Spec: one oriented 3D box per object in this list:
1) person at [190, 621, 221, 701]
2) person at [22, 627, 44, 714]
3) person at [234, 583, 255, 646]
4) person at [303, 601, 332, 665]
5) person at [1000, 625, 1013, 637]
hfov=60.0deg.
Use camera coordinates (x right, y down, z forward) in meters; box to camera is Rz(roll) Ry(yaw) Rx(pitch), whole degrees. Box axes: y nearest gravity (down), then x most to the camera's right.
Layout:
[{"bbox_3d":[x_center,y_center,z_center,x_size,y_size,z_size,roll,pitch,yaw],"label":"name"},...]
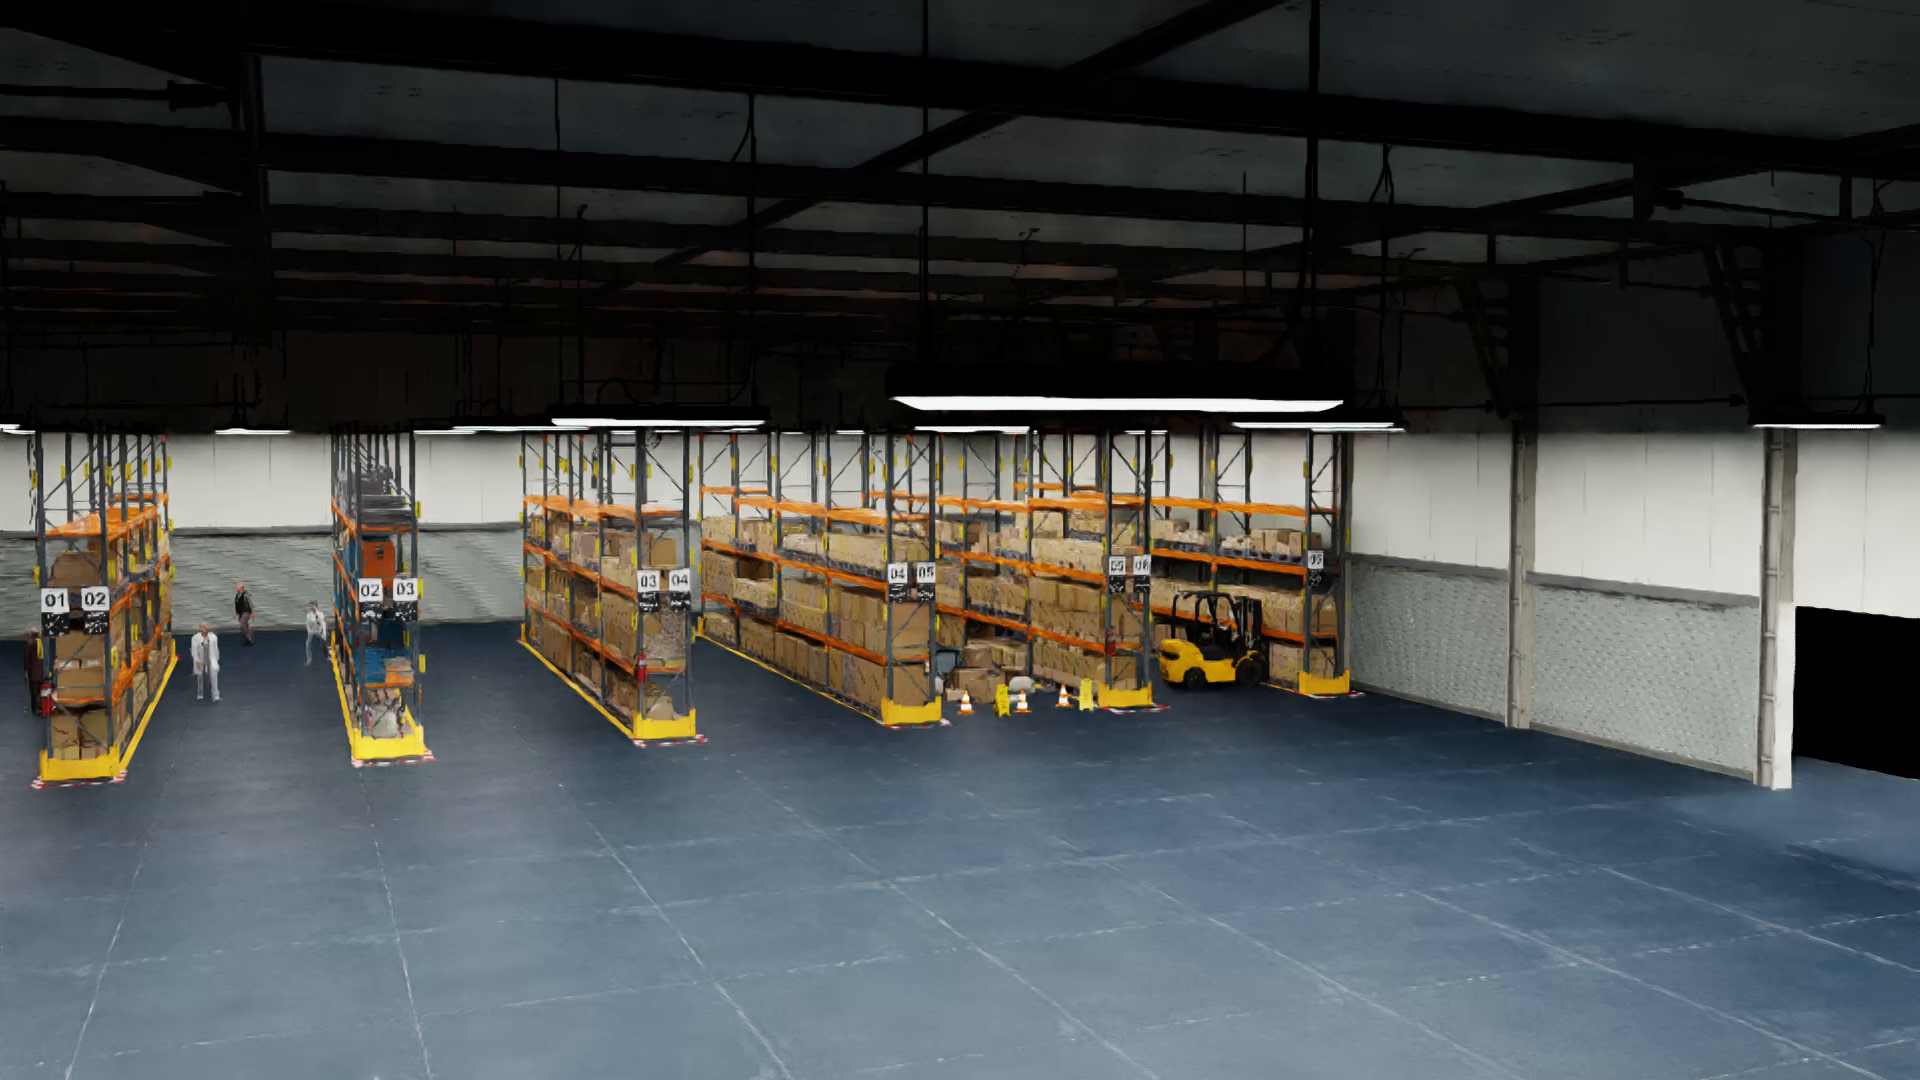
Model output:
[{"bbox_3d":[-16.272,2.609,35.847,0.580,1.713,1.105,-2,4,-30],"label":"person"},{"bbox_3d":[-19.118,2.675,34.279,0.556,1.781,0.631,1,4,9],"label":"person"},{"bbox_3d":[-19.546,2.019,45.421,0.640,1.706,0.499,3,4,36],"label":"person"},{"bbox_3d":[-16.141,2.304,41.751,0.521,1.611,0.938,0,4,-1],"label":"person"},{"bbox_3d":[1.234,1.934,47.443,0.560,1.628,0.612,0,4,2],"label":"person"}]
